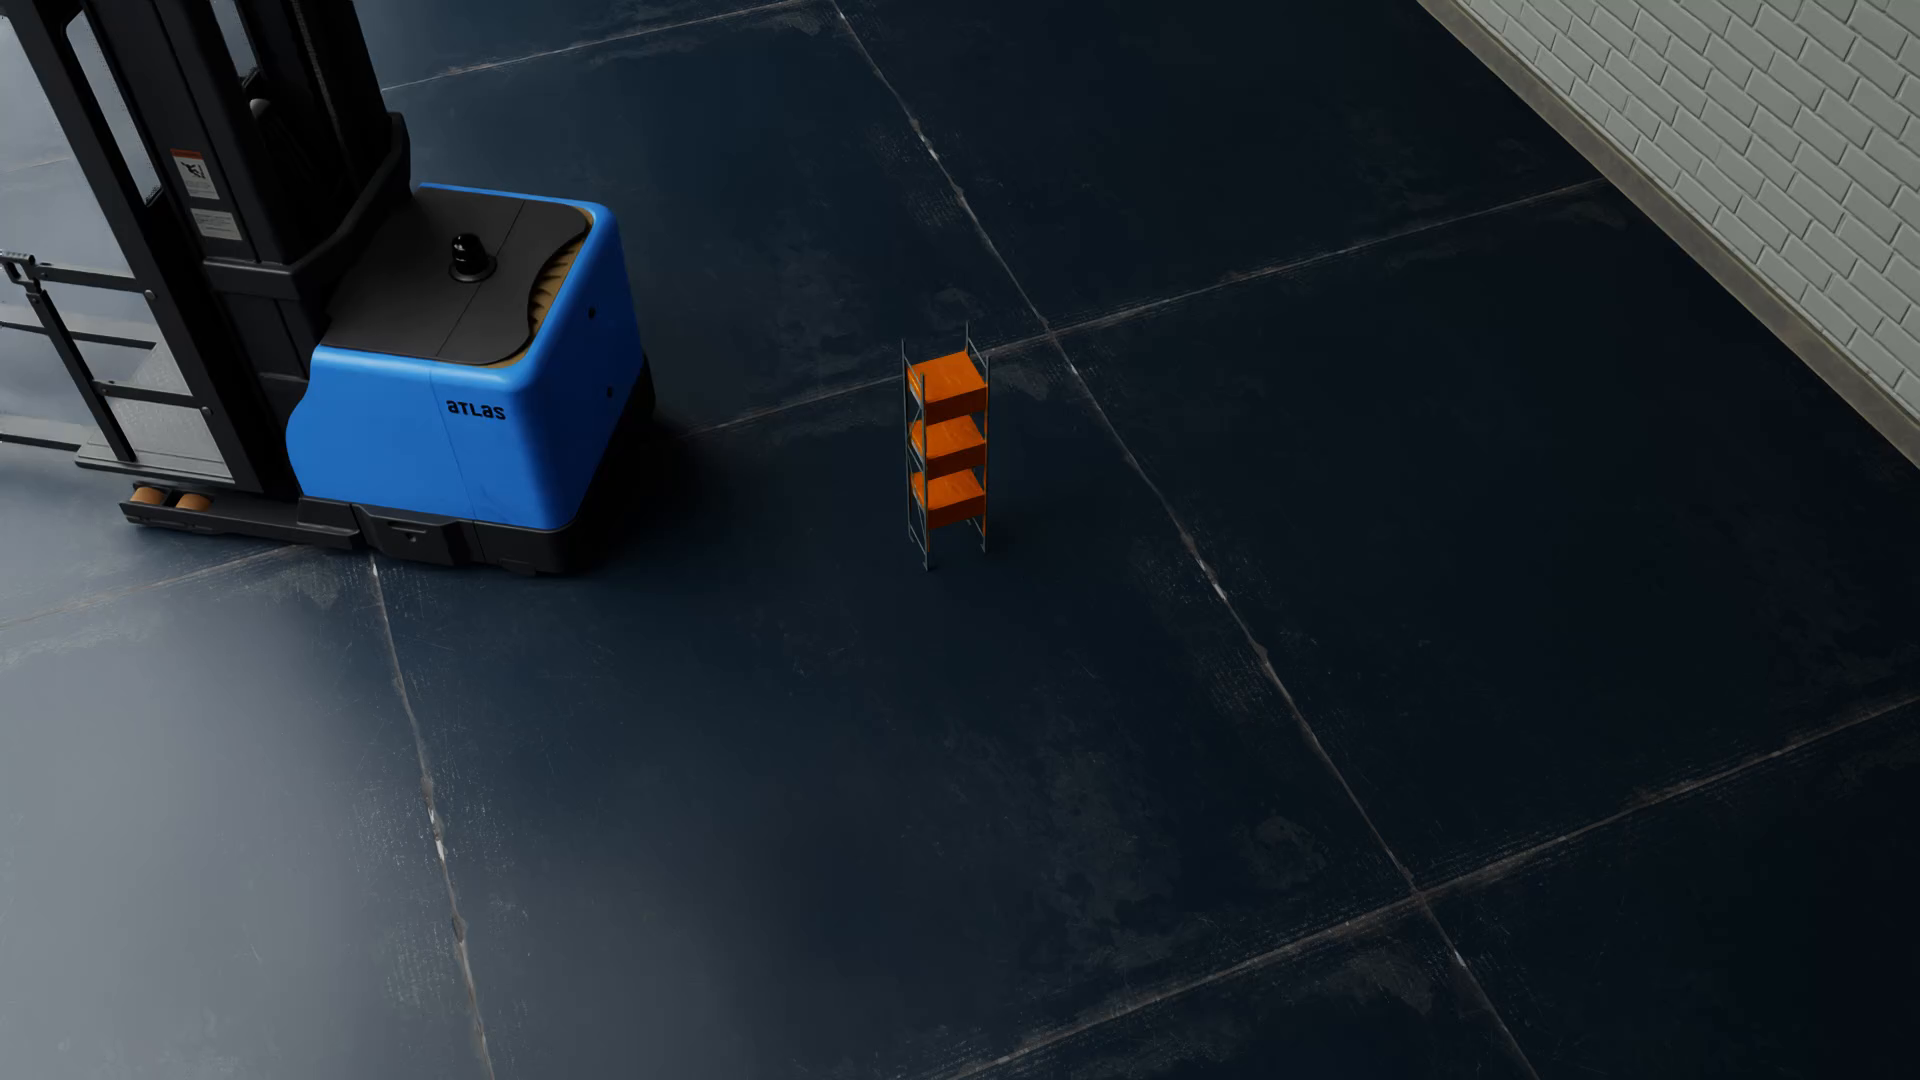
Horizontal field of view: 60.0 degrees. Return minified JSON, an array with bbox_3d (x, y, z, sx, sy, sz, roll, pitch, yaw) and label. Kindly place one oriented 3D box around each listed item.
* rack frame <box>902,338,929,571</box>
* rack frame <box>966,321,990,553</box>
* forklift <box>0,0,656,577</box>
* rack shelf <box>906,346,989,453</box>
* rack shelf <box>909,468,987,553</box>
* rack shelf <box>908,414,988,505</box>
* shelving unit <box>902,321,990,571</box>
[{"bbox_3d":[-0.162,-0.292,6.149,0.008,1.050,0.200,-17,52,-14],"label":"rack frame"},{"bbox_3d":[0.063,-0.362,6.209,0.008,1.050,0.200,-17,52,-14],"label":"rack frame"},{"bbox_3d":[-2.846,-1.366,5.832,3.031,2.935,1.130,8,50,7],"label":"forklift"},{"bbox_3d":[-0.050,-0.505,5.972,0.240,0.259,0.215,-17,52,-14],"label":"rack shelf"},{"bbox_3d":[-0.050,-0.139,6.398,0.240,0.259,0.215,-17,52,-14],"label":"rack shelf"},{"bbox_3d":[-0.050,-0.320,6.187,0.240,0.259,0.215,-17,52,-14],"label":"rack shelf"},{"bbox_3d":[-0.050,-0.327,6.179,0.252,1.050,0.215,-17,52,-14],"label":"shelving unit"}]
